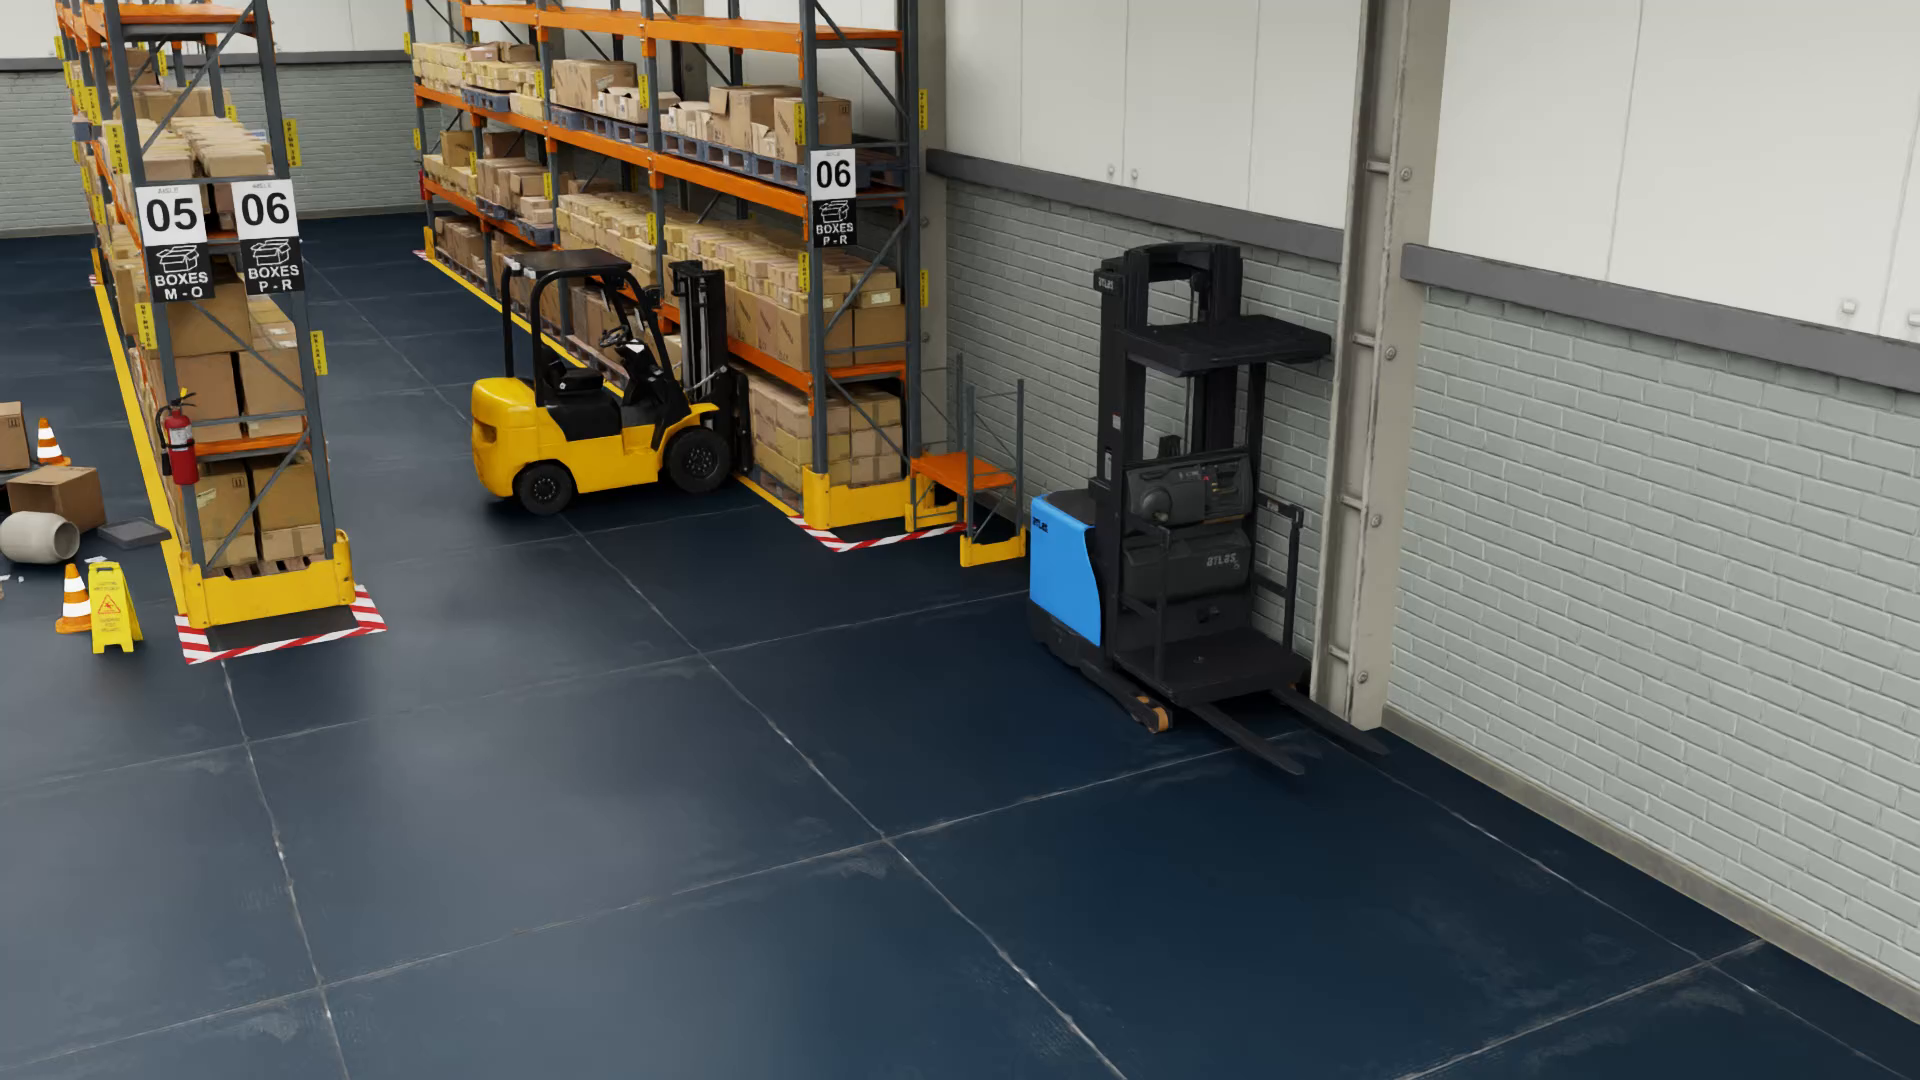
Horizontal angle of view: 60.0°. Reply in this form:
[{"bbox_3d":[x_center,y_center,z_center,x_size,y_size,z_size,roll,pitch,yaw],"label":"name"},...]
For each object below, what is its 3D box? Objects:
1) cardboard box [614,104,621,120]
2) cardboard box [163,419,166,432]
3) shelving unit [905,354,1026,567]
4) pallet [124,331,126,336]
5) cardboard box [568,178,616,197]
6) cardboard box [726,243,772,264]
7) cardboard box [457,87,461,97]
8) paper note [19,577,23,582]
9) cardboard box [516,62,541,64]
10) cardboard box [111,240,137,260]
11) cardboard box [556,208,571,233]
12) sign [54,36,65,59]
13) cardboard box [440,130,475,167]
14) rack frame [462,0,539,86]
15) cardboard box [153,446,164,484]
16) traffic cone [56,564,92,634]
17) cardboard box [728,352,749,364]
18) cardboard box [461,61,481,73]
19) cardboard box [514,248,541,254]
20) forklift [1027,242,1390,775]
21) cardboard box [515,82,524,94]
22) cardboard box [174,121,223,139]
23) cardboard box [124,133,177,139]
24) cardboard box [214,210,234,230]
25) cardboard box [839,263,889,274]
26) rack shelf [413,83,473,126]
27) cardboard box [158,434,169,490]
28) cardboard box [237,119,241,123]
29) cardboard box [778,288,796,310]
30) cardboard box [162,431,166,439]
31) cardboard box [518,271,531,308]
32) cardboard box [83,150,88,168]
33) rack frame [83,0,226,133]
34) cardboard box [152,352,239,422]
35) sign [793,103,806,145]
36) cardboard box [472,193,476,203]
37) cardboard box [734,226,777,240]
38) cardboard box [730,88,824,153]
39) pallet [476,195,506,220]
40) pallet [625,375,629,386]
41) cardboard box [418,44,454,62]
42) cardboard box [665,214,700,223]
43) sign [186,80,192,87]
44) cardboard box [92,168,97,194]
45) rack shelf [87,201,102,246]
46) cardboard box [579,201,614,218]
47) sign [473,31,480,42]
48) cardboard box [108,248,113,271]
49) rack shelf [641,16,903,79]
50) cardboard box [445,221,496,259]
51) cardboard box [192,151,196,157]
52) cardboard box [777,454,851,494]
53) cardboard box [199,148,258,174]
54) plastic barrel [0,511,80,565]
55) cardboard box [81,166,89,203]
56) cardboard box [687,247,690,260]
[{"bbox_3d":[-3.499,-4.606,17.871,0.380,0.149,0.250,-10,21,-27],"label":"cardboard box"},{"bbox_3d":[-5.760,-0.885,12.484,0.380,0.149,0.250,-10,22,-27],"label":"cardboard box"},{"bbox_3d":[0.036,-0.687,13.823,0.587,1.500,1.083,-10,21,-27],"label":"shelving unit"},{"bbox_3d":[-10.442,-2.791,21.897,1.003,0.211,1.213,-10,21,-27],"label":"pallet"},{"bbox_3d":[-4.716,-4.359,21.367,0.500,0.500,0.500,-9,21,-24],"label":"cardboard box"},{"bbox_3d":[-2.004,-2.723,15.821,0.380,0.149,0.250,-10,21,-26],"label":"cardboard box"},{"bbox_3d":[-7.172,-6.595,24.432,0.380,0.149,0.250,-9,21,-25],"label":"cardboard box"},{"bbox_3d":[-7.462,0.311,13.214,0.032,0.001,0.123,-10,21,-27],"label":"paper note"},{"bbox_3d":[-5.879,-6.489,22.873,0.380,0.149,0.250,-9,21,-25],"label":"cardboard box"},{"bbox_3d":[-6.620,-2.225,13.838,0.700,0.500,0.500,-11,22,-28],"label":"cardboard box"},{"bbox_3d":[-4.635,-3.937,20.406,0.500,0.250,0.500,-10,21,-27],"label":"cardboard box"},{"bbox_3d":[-13.266,-7.252,24.489,0.100,0.325,0.005,-10,21,-27],"label":"sign"},{"bbox_3d":[-7.717,-6.059,25.716,0.500,0.500,0.500,-9,21,-25],"label":"cardboard box"},{"bbox_3d":[-6.508,-7.925,23.302,1.000,3.000,0.127,-10,21,-27],"label":"rack frame"},{"bbox_3d":[-7.033,-0.710,15.162,0.500,0.250,0.500,-11,22,-29],"label":"cardboard box"},{"bbox_3d":[-6.516,0.401,12.259,0.336,0.463,0.334,-10,21,-27],"label":"traffic cone"},{"bbox_3d":[-2.276,-1.687,16.461,0.500,0.250,0.500,-9,21,-25],"label":"cardboard box"},{"bbox_3d":[-6.752,-6.621,23.254,0.380,0.149,0.250,-9,21,-25],"label":"cardboard box"},{"bbox_3d":[-6.013,-3.975,23.246,0.380,0.149,0.250,-10,21,-27],"label":"cardboard box"},{"bbox_3d":[1.581,-0.319,10.564,1.130,2.935,3.031,-9,21,-24],"label":"forklift"},{"bbox_3d":[-5.577,-5.914,21.693,0.380,0.149,0.250,-9,21,-25],"label":"cardboard box"},{"bbox_3d":[-6.498,-3.490,14.212,0.380,0.149,0.250,-9,21,-25],"label":"cardboard box"},{"bbox_3d":[-6.403,-3.124,13.151,0.380,0.149,0.250,-10,21,-26],"label":"cardboard box"},{"bbox_3d":[-5.252,-2.381,12.218,0.380,0.149,0.250,-11,22,-28],"label":"cardboard box"},{"bbox_3d":[-0.853,-2.354,14.752,0.380,0.149,0.250,-9,21,-25],"label":"cardboard box"},{"bbox_3d":[-7.458,-6.741,25.573,1.077,0.370,4.000,-10,21,-27],"label":"rack shelf"},{"bbox_3d":[-6.524,-0.764,14.168,0.500,0.500,0.500,-9,21,-24],"label":"cardboard box"},{"bbox_3d":[-7.001,-3.798,15.527,0.500,0.250,0.500,-11,22,-28],"label":"cardboard box"},{"bbox_3d":[-1.369,-2.123,14.538,0.380,0.149,0.250,-10,21,-26],"label":"cardboard box"},{"bbox_3d":[-6.136,-0.791,13.254,0.380,0.149,0.250,-10,21,-26],"label":"cardboard box"},{"bbox_3d":[-5.741,-3.487,22.827,0.500,0.500,0.500,-11,22,-29],"label":"cardboard box"},{"bbox_3d":[-11.342,-4.932,22.139,0.500,0.500,0.500,-10,21,-27],"label":"cardboard box"},{"bbox_3d":[-7.076,-4.859,14.416,1.000,3.000,0.127,-10,21,-27],"label":"rack frame"},{"bbox_3d":[-5.677,-1.175,12.330,0.500,0.500,0.500,-10,22,-28],"label":"cardboard box"},{"bbox_3d":[-1.294,-3.363,13.445,0.100,0.325,0.005,-10,21,-27],"label":"sign"},{"bbox_3d":[-7.025,-5.094,24.681,0.380,0.149,0.250,-9,21,-25],"label":"cardboard box"},{"bbox_3d":[-2.072,-3.090,16.883,0.380,0.149,0.250,-10,22,-27],"label":"cardboard box"},{"bbox_3d":[-1.633,-3.754,14.863,0.700,0.500,0.500,-10,21,-26],"label":"cardboard box"},{"bbox_3d":[-6.225,-4.752,23.599,1.003,0.211,1.213,-10,21,-27],"label":"pallet"},{"bbox_3d":[-3.094,-1.680,18.676,1.003,0.211,1.213,-10,21,-27],"label":"pallet"},{"bbox_3d":[-8.193,-7.646,26.100,0.500,0.250,0.500,-10,21,-27],"label":"cardboard box"},{"bbox_3d":[-3.122,-3.583,18.769,0.380,0.149,0.250,-10,21,-27],"label":"cardboard box"},{"bbox_3d":[-8.497,-4.917,18.390,0.100,0.325,0.005,-10,21,-27],"label":"sign"},{"bbox_3d":[-10.166,-4.235,20.119,0.500,0.500,0.500,-10,22,-28],"label":"cardboard box"},{"bbox_3d":[-11.825,-4.553,23.831,1.077,0.370,4.000,-10,21,-27],"label":"rack shelf"},{"bbox_3d":[-4.309,-3.938,19.798,0.380,0.149,0.250,-10,21,-26],"label":"cardboard box"},{"bbox_3d":[-7.910,-8.154,27.207,0.100,0.325,0.005,-10,21,-27],"label":"sign"},{"bbox_3d":[-9.444,-3.205,19.051,0.500,0.250,0.500,-11,22,-29],"label":"cardboard box"},{"bbox_3d":[-1.760,-4.525,15.166,1.077,0.370,4.000,-10,21,-27],"label":"rack shelf"},{"bbox_3d":[-7.829,-4.813,26.668,0.700,0.500,0.500,-9,21,-24],"label":"cardboard box"},{"bbox_3d":[-5.905,-2.988,13.368,0.500,0.250,0.500,-9,21,-26],"label":"cardboard box"},{"bbox_3d":[-1.311,-0.629,14.927,0.500,0.250,0.500,-10,21,-26],"label":"cardboard box"},{"bbox_3d":[-5.299,-2.754,12.078,0.380,0.149,0.250,-10,21,-27],"label":"cardboard box"},{"bbox_3d":[-7.490,-0.015,13.526,0.512,0.421,0.421,4,19,11],"label":"plastic barrel"},{"bbox_3d":[-12.799,-5.332,24.833,0.500,0.500,0.500,-10,21,-27],"label":"cardboard box"},{"bbox_3d":[-2.517,-2.870,16.701,0.380,0.149,0.250,-10,21,-27],"label":"cardboard box"}]
